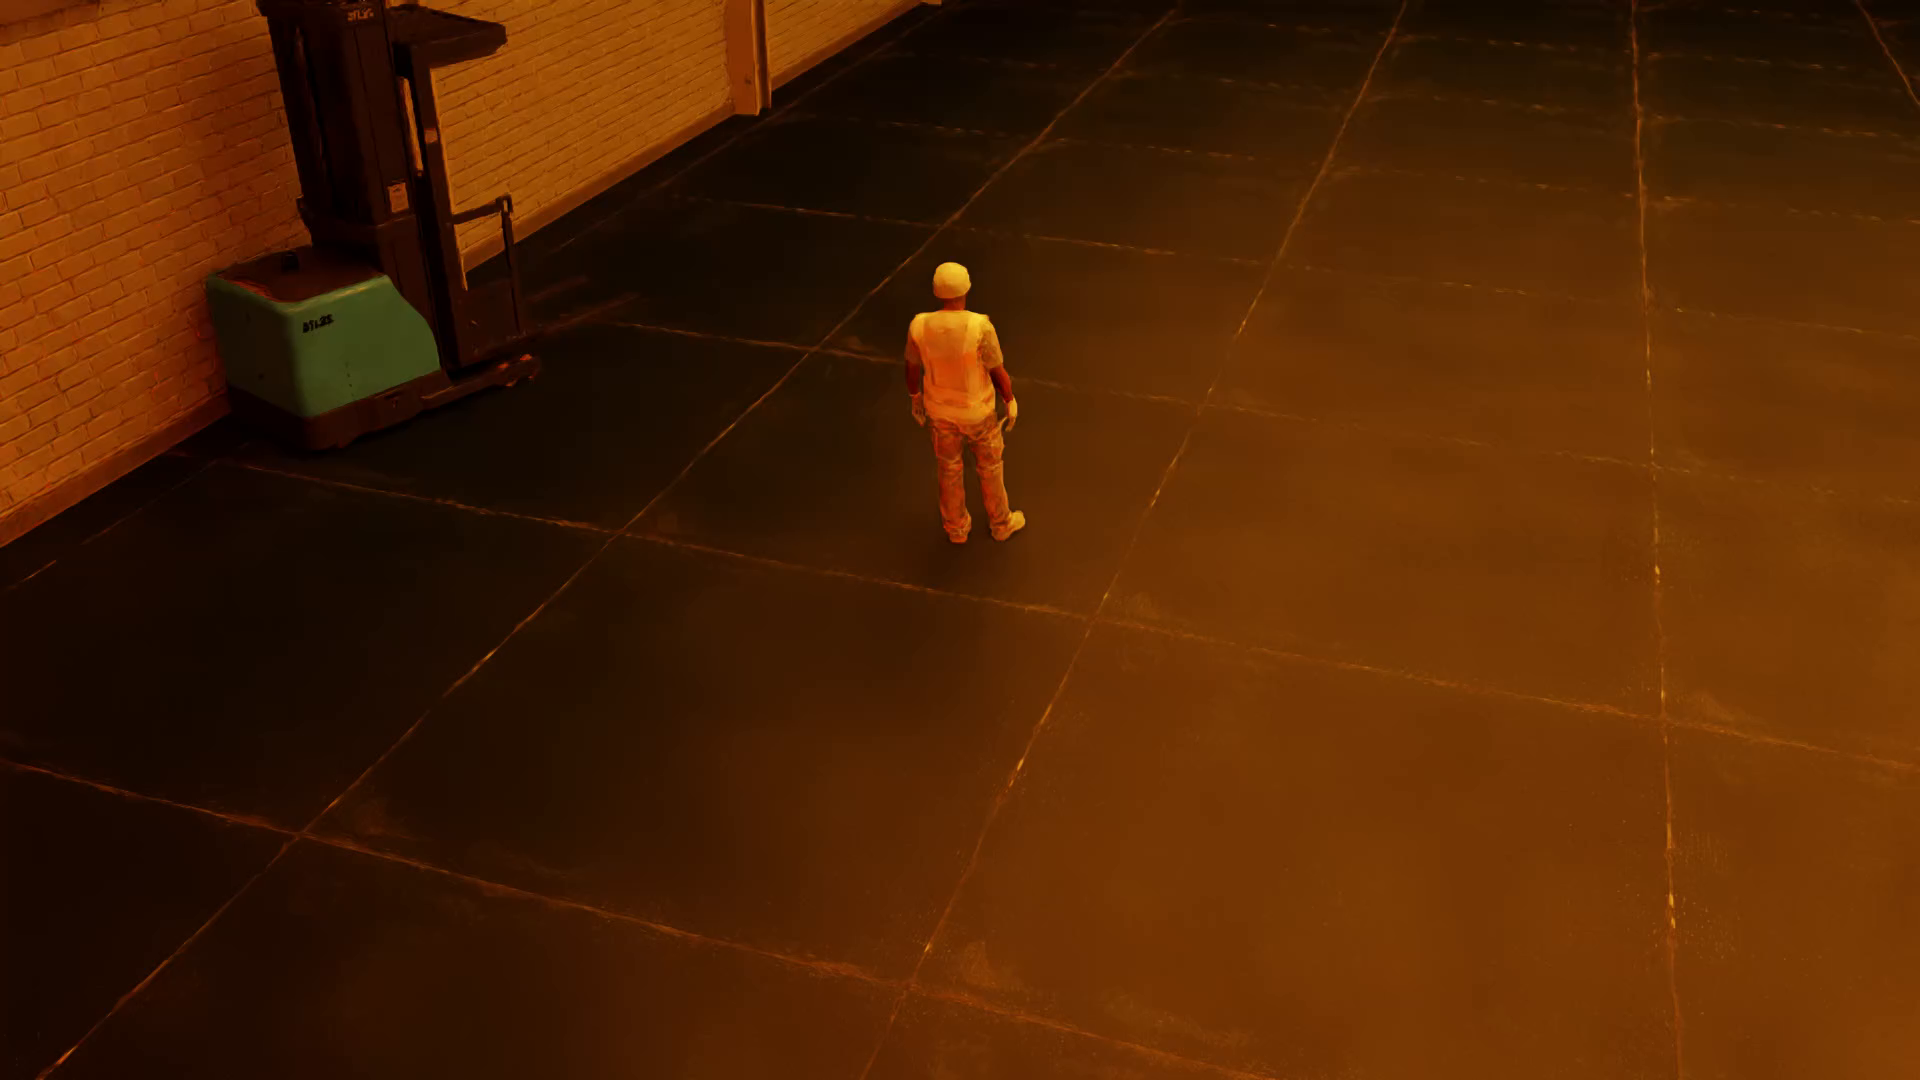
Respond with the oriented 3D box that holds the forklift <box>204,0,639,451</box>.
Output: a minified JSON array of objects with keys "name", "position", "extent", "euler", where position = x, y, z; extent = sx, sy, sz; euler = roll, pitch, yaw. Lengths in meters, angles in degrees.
[{"name":"forklift","position":[-3.720,-2.525,11.566],"extent":[1.130,2.935,3.031],"euler":[22,36,33]}]

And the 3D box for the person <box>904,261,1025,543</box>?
[{"name":"person","position":[0.031,-0.813,9.708],"extent":[0.655,1.782,0.576],"euler":[10,31,16]}]
